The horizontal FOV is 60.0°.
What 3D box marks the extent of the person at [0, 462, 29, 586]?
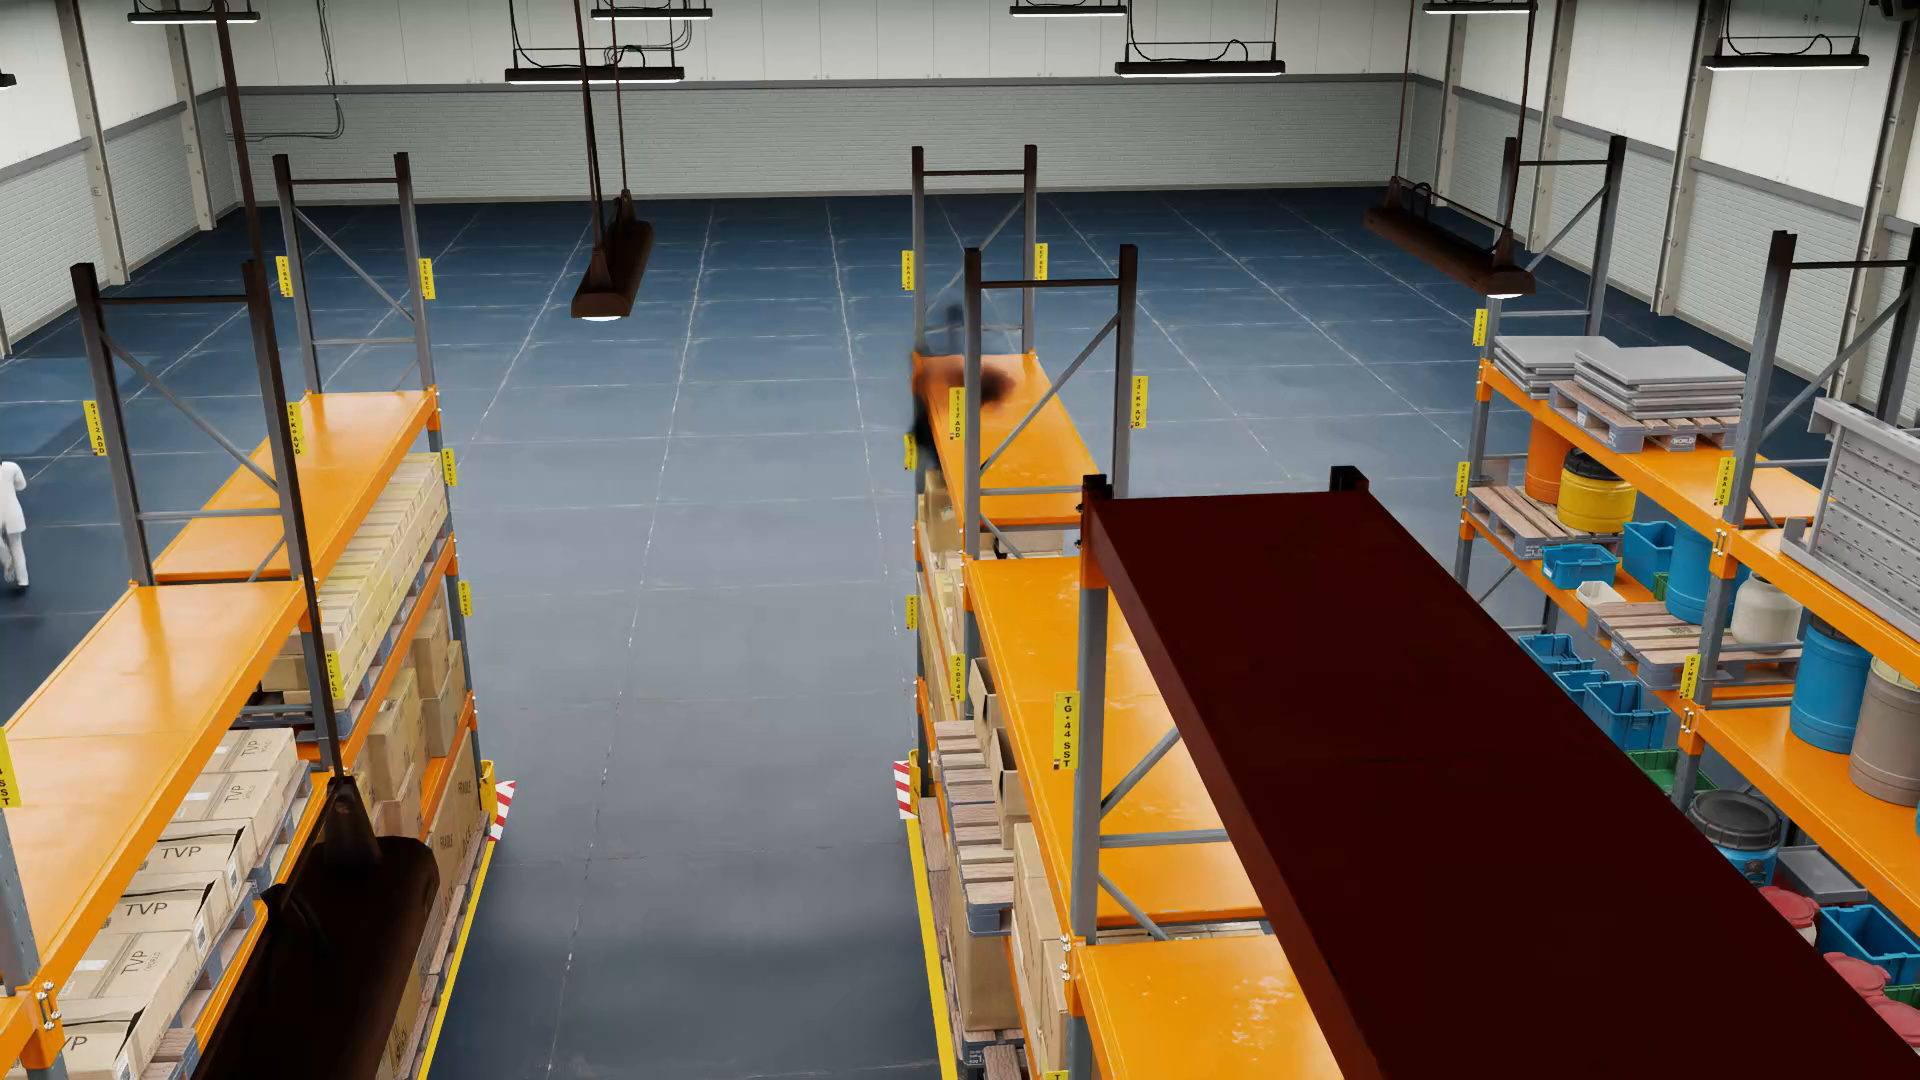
[{"bbox_3d":[-11.528,-0.285,19.969,0.863,1.781,0.751,20,29,41],"label":"person"}]
